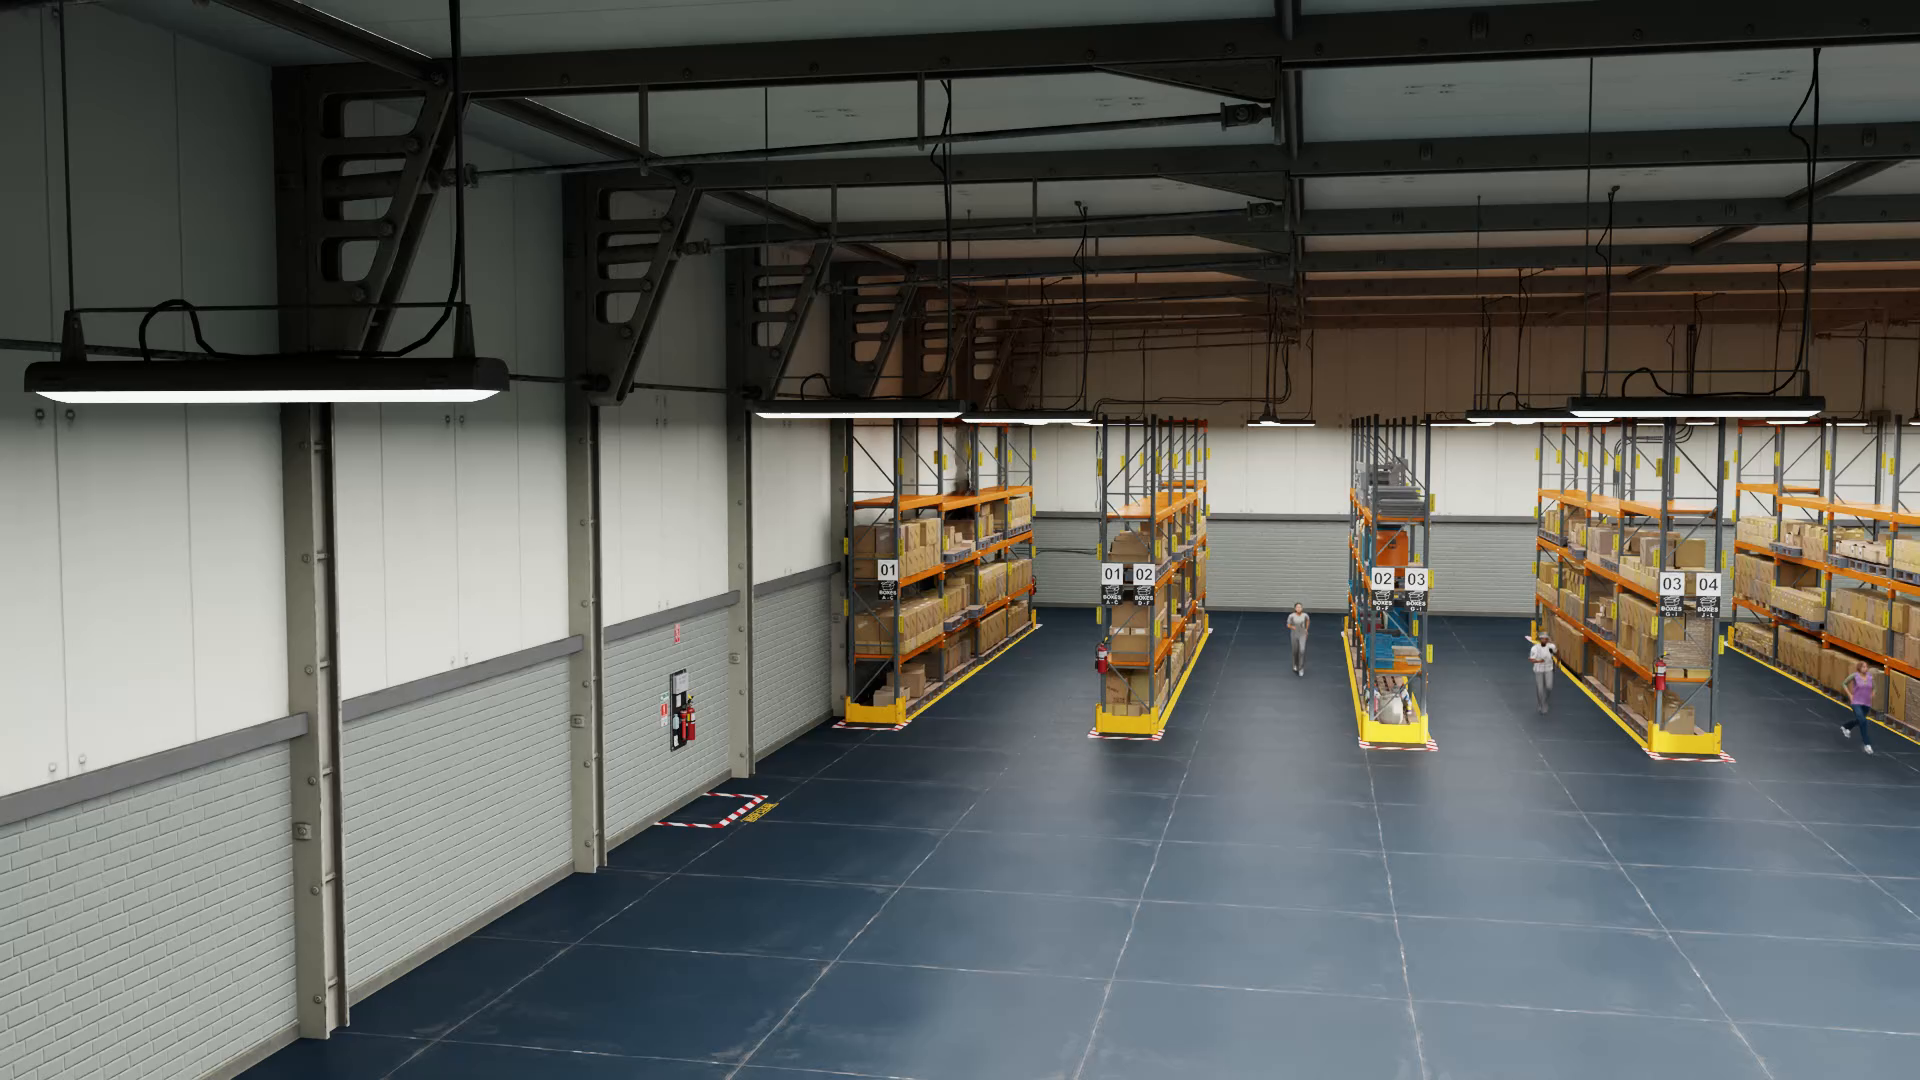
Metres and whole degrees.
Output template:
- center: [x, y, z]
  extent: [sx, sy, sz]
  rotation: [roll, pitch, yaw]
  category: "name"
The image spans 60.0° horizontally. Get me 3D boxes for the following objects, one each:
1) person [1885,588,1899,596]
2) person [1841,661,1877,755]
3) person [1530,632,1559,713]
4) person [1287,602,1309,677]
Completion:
- center: [25.005, 1.845, 44.501]
  extent: [0.952, 1.768, 0.691]
  rotation: [1, 4, 19]
  category: "person"
- center: [16.109, 2.954, 29.748]
  extent: [0.506, 1.598, 1.012]
  rotation: [0, 4, -6]
  category: "person"
- center: [11.757, 2.656, 33.435]
  extent: [0.605, 1.650, 0.788]
  rotation: [1, 4, 11]
  category: "person"
- center: [7.902, 2.291, 38.885]
  extent: [0.518, 1.696, 0.887]
  rotation: [1, 4, 12]
  category: "person"
